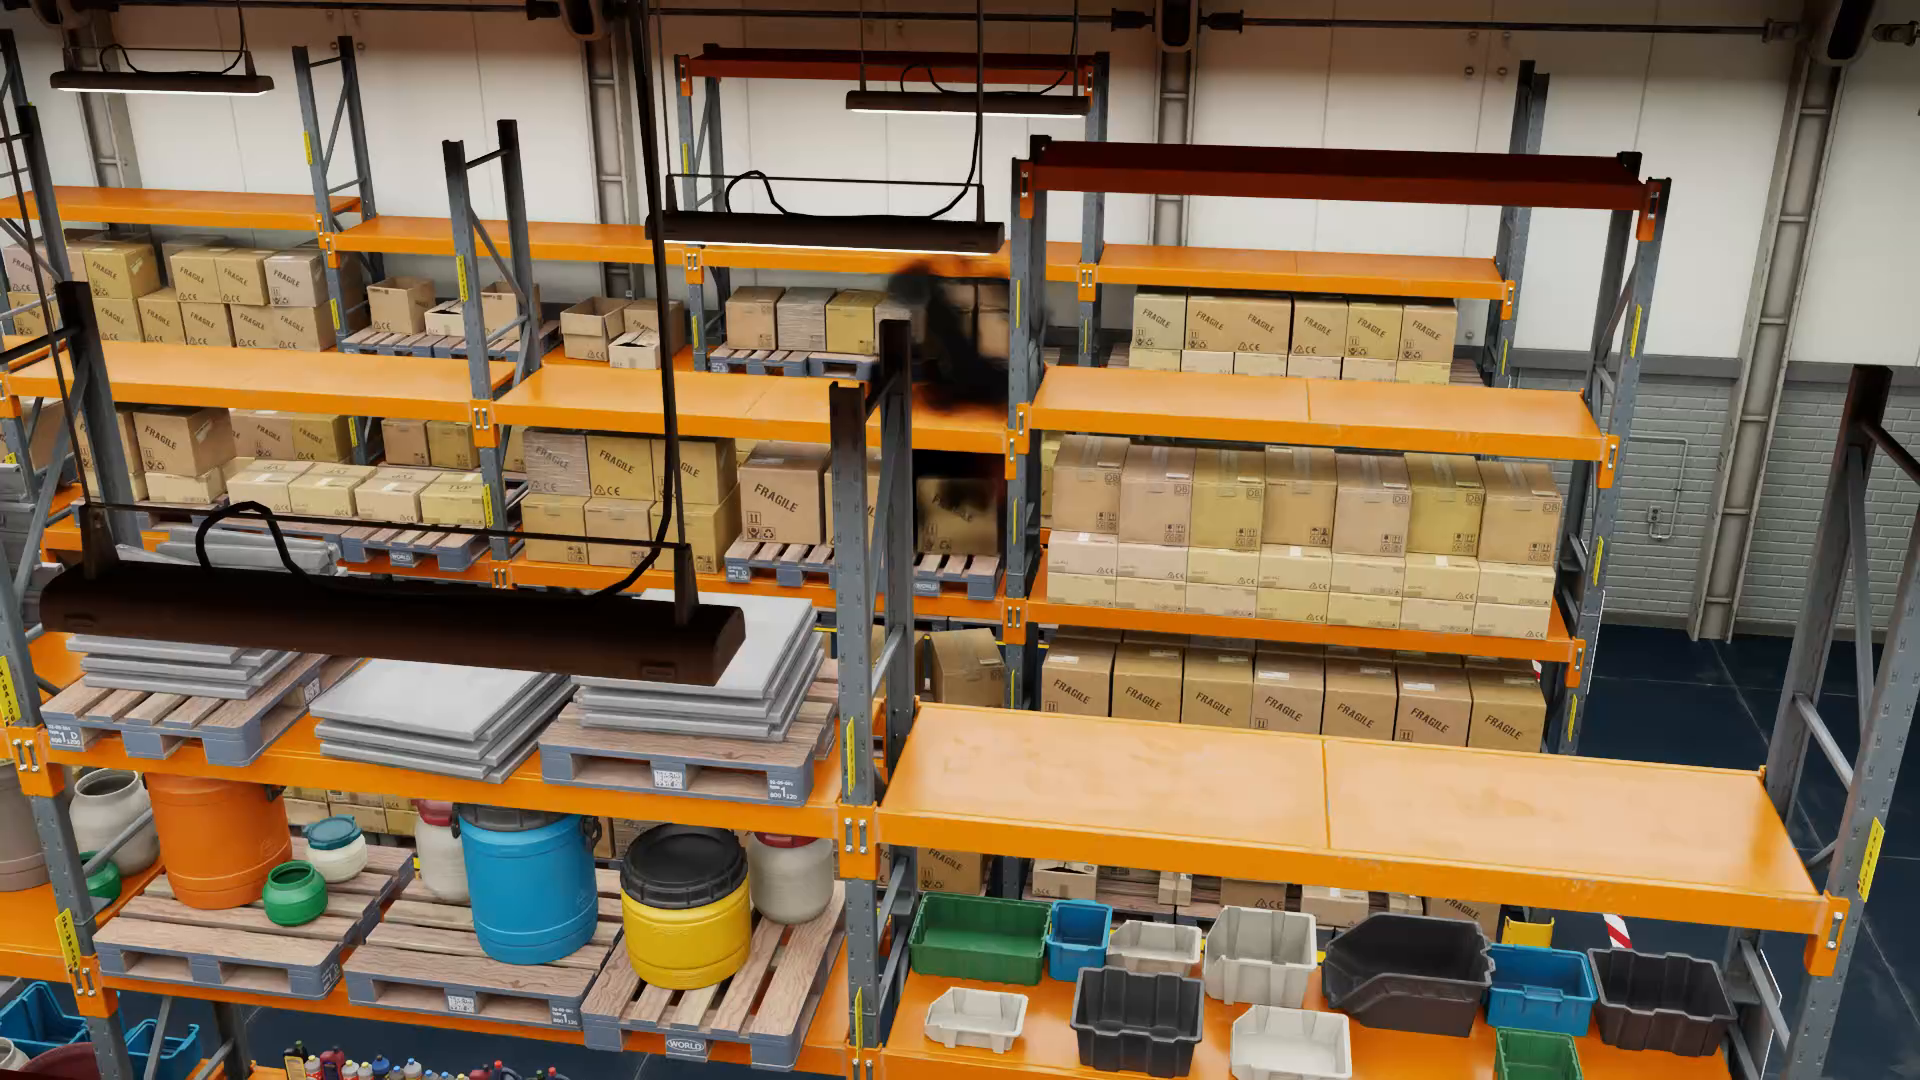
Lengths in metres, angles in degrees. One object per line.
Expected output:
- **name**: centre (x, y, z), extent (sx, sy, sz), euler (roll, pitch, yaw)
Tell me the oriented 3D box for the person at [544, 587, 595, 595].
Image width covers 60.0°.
- **person**: centre (-3.687, 0.873, 16.130), extent (0.756, 1.770, 0.635), euler (1, 23, 3)
